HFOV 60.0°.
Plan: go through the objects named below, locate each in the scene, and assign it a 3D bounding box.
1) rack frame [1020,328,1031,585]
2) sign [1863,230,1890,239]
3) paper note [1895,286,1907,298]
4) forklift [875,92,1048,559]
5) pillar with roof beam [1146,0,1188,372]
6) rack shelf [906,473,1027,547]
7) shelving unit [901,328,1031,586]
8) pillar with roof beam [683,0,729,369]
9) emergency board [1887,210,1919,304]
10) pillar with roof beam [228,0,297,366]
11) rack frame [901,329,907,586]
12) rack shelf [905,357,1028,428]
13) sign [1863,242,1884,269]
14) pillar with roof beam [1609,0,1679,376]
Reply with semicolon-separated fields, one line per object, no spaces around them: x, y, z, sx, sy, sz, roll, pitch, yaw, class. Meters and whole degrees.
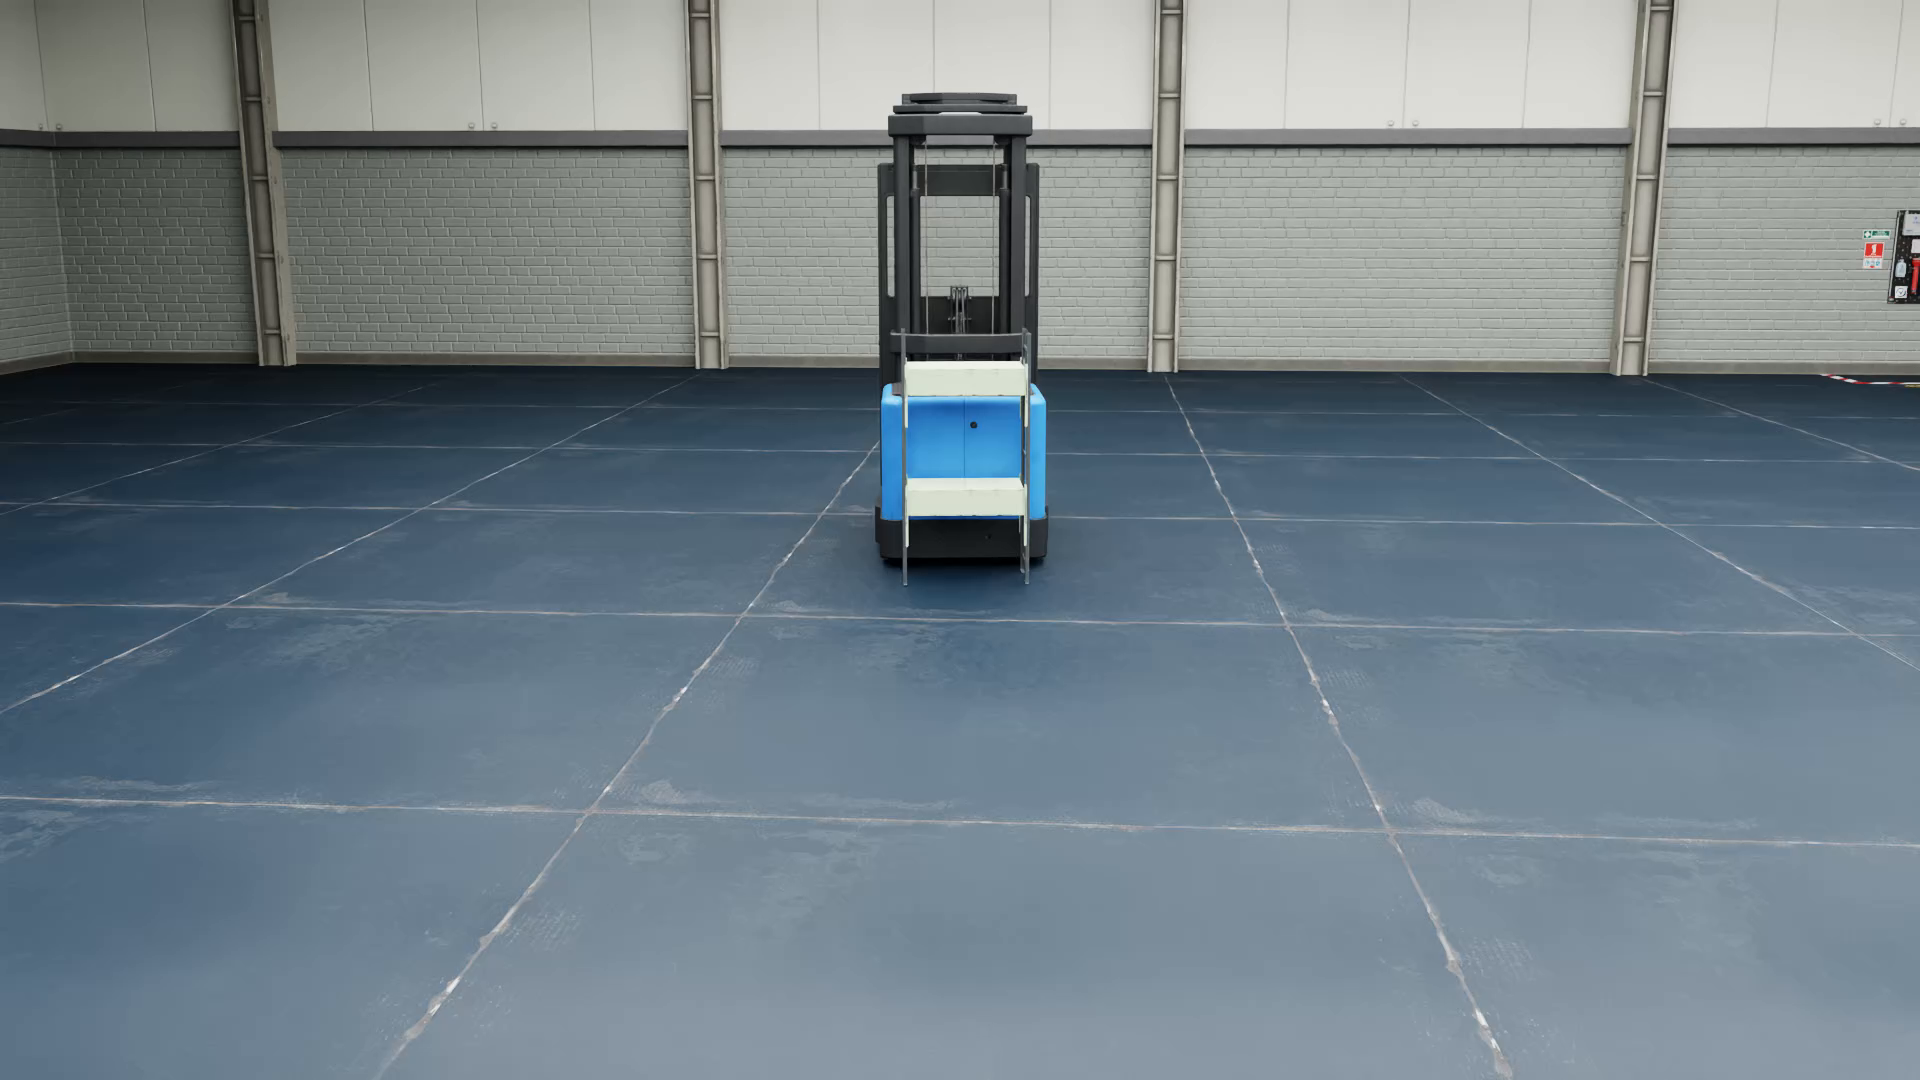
0.395;-0.507;10.028;0.023;1.500;0.400;0;12;-2;rack frame
11.634;-3.879;21.106;0.331;0.109;0.001;1;12;4;sign
12.003;-3.161;21.205;0.142;0.148;0.016;1;12;4;paper note
-0.019;-1.564;11.585;1.130;2.935;3.031;0;12;-2;forklift
2.377;-5.755;16.803;0.400;9.000;9.100;1;12;4;pillar with roof beam
0.029;-0.185;10.080;0.720;0.370;0.431;0;12;-2;rack shelf
0.029;-0.504;10.014;0.755;1.500;0.431;0;12;-2;shelving unit
-3.610;-5.837;17.195;0.400;9.000;9.100;1;12;4;pillar with roof beam
12.175;-3.576;21.036;0.643;1.169;0.194;1;12;4;emergency board
-9.596;-5.919;17.588;0.400;9.000;9.100;1;12;4;pillar with roof beam
-0.336;-0.501;9.999;0.023;1.500;0.400;0;12;-2;rack frame
0.029;-0.886;9.934;0.720;0.370;0.431;0;12;-2;rack shelf
11.630;-3.622;21.169;0.234;0.329;0.001;1;12;4;sign
8.364;-5.673;16.411;0.400;9.000;9.100;1;12;4;pillar with roof beam
